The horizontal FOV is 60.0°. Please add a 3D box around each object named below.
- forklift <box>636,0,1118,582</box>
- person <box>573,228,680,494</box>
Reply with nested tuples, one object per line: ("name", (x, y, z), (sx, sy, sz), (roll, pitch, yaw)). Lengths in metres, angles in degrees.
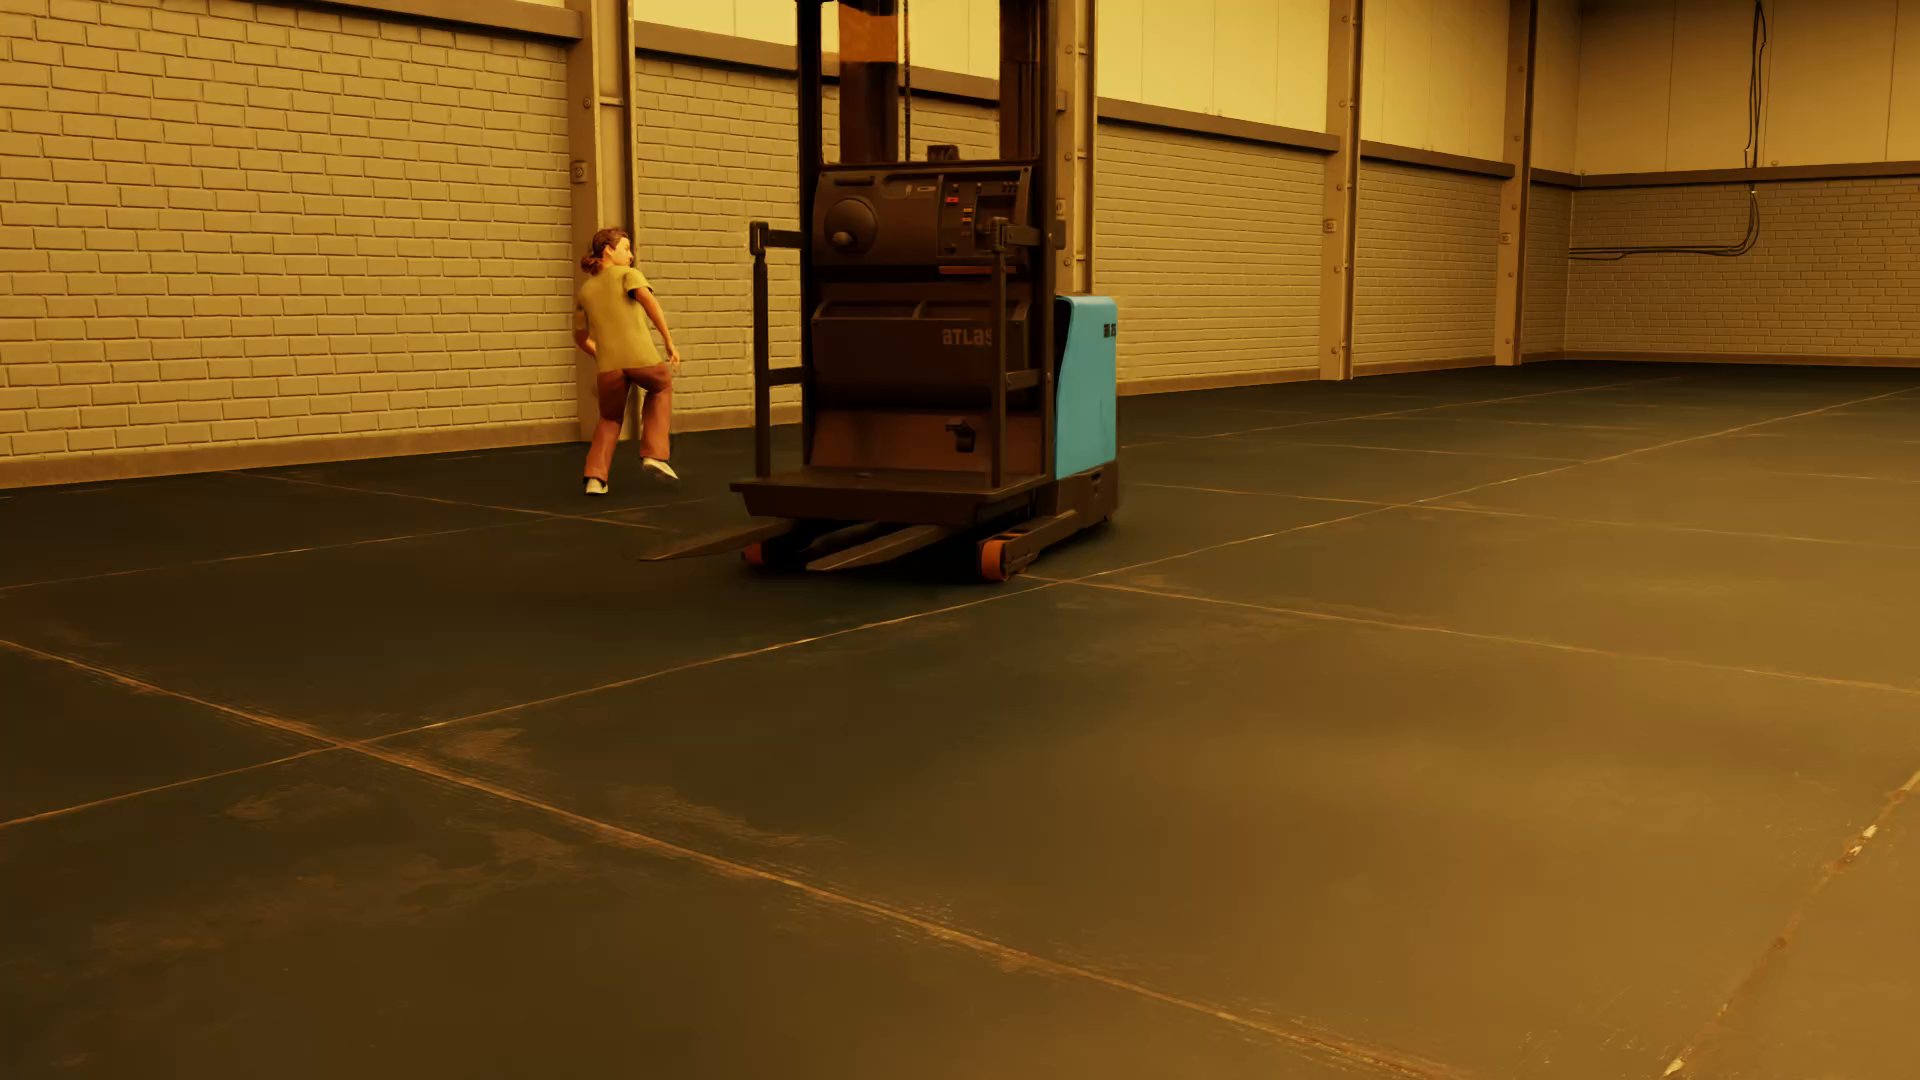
("forklift", (-0.231, -1.357, 6.556), (1.130, 2.935, 3.031), (3, 9, 20))
("person", (-1.801, -0.980, 9.176), (0.691, 1.458, 0.674), (1, 8, 7))
